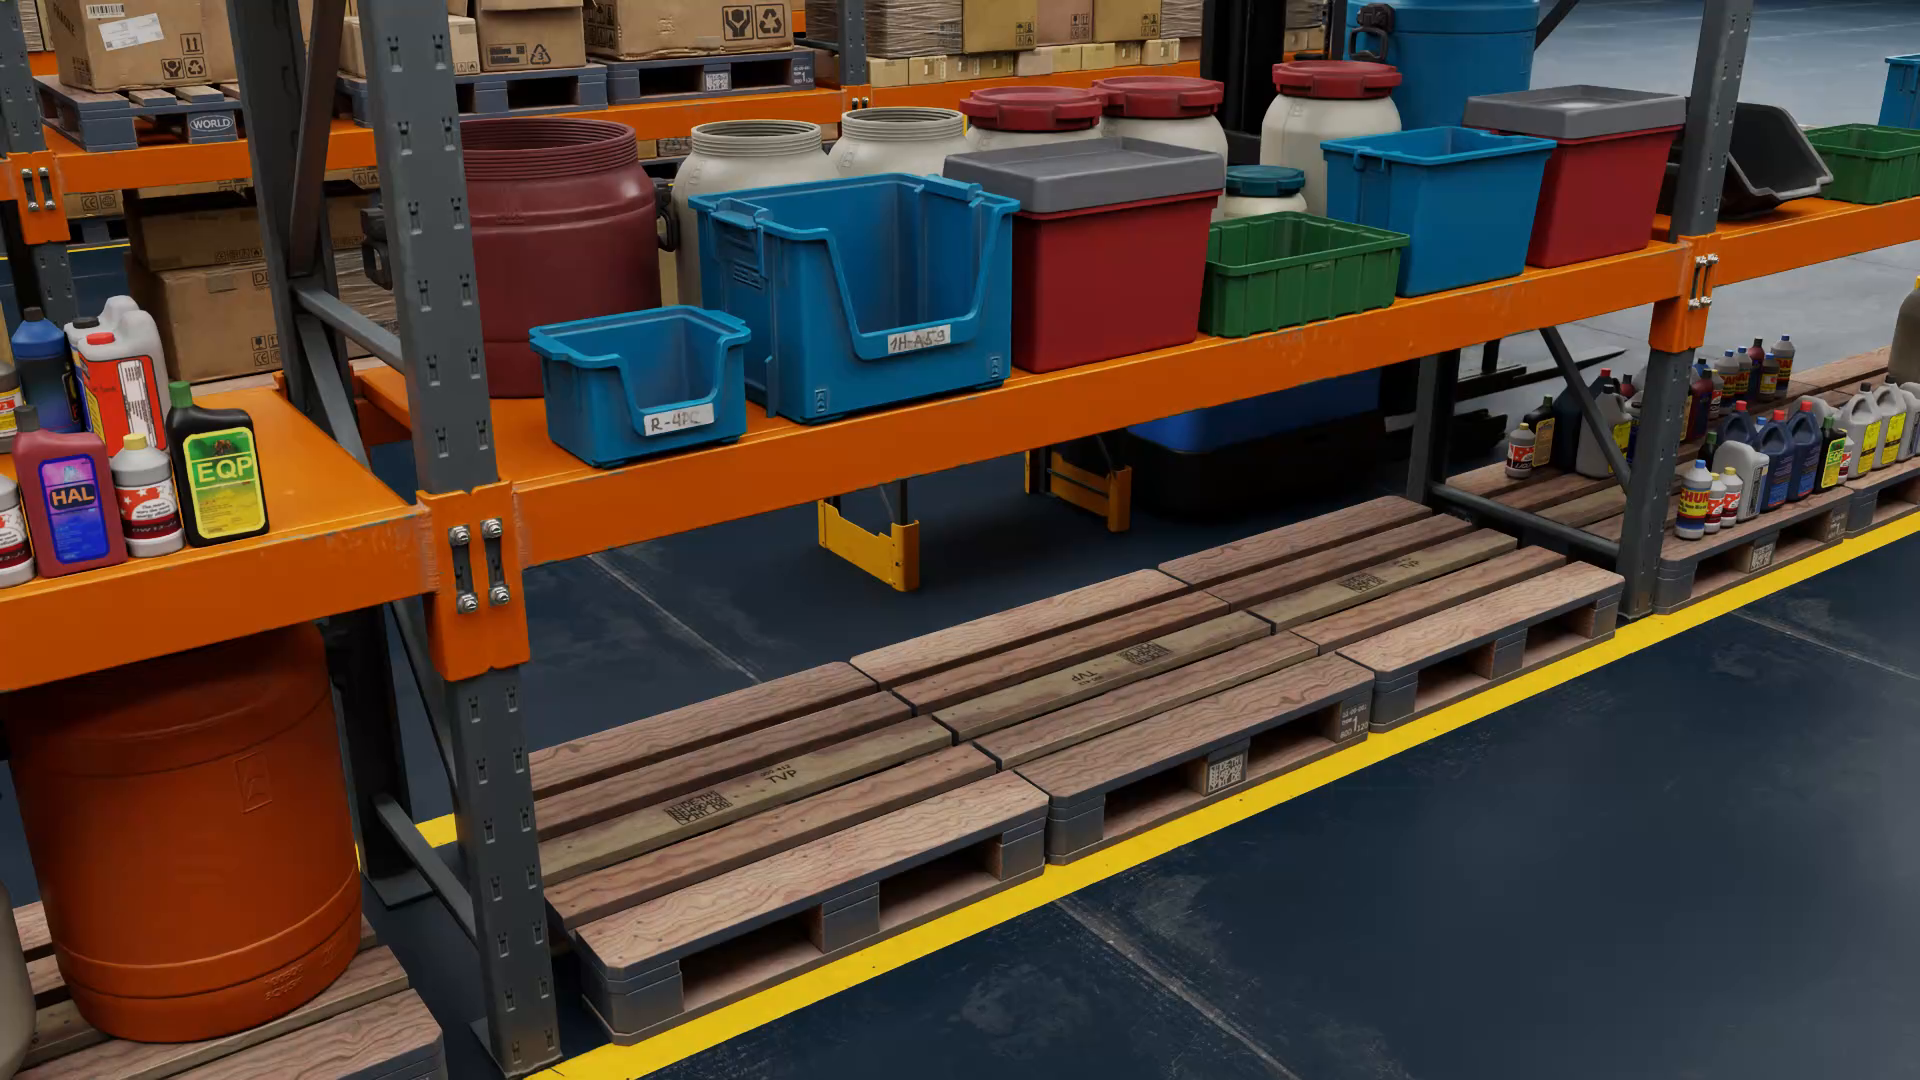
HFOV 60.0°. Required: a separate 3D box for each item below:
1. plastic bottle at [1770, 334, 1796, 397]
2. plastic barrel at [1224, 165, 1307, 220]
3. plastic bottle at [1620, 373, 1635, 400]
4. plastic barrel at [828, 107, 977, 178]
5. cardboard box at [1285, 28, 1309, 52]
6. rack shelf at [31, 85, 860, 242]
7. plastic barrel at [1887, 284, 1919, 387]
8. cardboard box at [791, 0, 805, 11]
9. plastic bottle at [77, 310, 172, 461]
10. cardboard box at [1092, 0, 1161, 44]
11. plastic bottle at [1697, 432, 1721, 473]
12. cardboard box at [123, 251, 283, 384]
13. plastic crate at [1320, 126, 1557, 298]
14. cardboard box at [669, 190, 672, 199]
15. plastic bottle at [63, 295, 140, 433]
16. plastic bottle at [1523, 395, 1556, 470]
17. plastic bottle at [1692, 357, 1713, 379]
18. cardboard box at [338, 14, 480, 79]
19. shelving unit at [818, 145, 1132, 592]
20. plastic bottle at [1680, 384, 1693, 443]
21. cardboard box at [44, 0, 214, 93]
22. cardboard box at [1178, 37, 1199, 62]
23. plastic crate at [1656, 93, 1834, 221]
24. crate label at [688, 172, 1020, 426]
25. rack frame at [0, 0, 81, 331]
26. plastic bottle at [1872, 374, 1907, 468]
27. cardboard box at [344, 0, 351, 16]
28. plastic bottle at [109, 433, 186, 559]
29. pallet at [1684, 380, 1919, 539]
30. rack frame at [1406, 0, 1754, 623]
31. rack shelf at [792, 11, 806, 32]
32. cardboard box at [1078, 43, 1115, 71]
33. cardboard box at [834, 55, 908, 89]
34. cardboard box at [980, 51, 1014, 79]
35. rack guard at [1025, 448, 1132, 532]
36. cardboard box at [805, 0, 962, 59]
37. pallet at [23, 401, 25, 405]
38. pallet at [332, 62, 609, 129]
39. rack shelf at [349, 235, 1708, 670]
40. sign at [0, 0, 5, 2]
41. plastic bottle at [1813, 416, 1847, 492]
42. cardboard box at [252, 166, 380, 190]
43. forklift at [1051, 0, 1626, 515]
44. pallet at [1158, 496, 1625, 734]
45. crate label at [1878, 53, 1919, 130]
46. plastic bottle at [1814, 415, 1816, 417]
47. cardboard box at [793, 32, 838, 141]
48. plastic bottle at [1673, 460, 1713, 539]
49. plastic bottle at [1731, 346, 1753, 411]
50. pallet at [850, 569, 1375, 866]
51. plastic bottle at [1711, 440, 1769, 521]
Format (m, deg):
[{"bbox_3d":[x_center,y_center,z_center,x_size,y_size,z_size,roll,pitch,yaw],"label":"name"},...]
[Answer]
[{"bbox_3d":[3.643,-0.778,7.385,0.097,0.271,0.097,0,22,0],"label":"plastic bottle"},{"bbox_3d":[0.886,-0.969,4.963,0.301,0.262,0.301,0,22,0],"label":"plastic barrel"},{"bbox_3d":[2.668,-0.531,6.752,0.133,0.283,0.061,-13,25,-29],"label":"plastic bottle"},{"bbox_3d":[-0.145,-0.838,4.297,0.421,0.512,0.421,0,22,0],"label":"plastic barrel"},{"bbox_3d":[2.090,-3.335,11.045,0.250,0.149,0.380,-15,26,-33],"label":"cardboard box"},{"bbox_3d":[-2.466,-1.996,8.323,4.000,0.370,1.077,-15,26,-33],"label":"rack shelf"},{"bbox_3d":[4.400,-0.905,7.407,0.421,0.512,0.421,0,22,0],"label":"plastic barrel"},{"bbox_3d":[-1.647,-4.910,14.451,0.550,0.550,0.875,-15,26,-33],"label":"cardboard box"},{"bbox_3d":[-1.648,-0.308,3.288,0.135,0.276,0.152,-15,26,-33],"label":"plastic bottle"},{"bbox_3d":[0.762,-3.359,10.230,0.500,0.500,0.875,-15,26,-33],"label":"cardboard box"},{"bbox_3d":[2.748,-0.263,6.080,0.133,0.283,0.061,-15,26,-33],"label":"plastic bottle"},{"bbox_3d":[-3.557,-1.092,7.865,0.500,0.500,0.700,-17,27,-36],"label":"cardboard box"},{"bbox_3d":[1.336,-0.934,4.710,0.575,0.384,0.392,-15,26,-33],"label":"plastic crate"},{"bbox_3d":[-1.354,-1.680,9.339,0.500,0.500,0.700,-17,28,-37],"label":"cardboard box"},{"bbox_3d":[-1.737,-0.353,3.402,0.135,0.276,0.152,-15,26,-33],"label":"plastic bottle"},{"bbox_3d":[2.248,-0.419,6.472,0.133,0.283,0.061,-13,25,-30],"label":"plastic bottle"},{"bbox_3d":[3.119,-0.638,7.035,0.097,0.271,0.097,0,22,0],"label":"plastic bottle"},{"bbox_3d":[-2.595,-2.317,7.790,0.500,0.250,0.500,-16,27,-34],"label":"cardboard box"},{"bbox_3d":[0.062,-0.713,6.160,1.083,1.500,0.587,-15,26,-33],"label":"shelving unit"},{"bbox_3d":[2.903,-0.528,6.745,0.133,0.283,0.061,-15,26,-33],"label":"plastic bottle"},{"bbox_3d":[-3.675,-2.268,7.331,0.500,0.500,0.500,-19,29,-39],"label":"cardboard box"},{"bbox_3d":[1.288,-3.113,10.490,0.250,0.149,0.380,-15,26,-33],"label":"cardboard box"},{"bbox_3d":[2.549,-1.320,5.740,0.504,0.338,0.767,-15,26,-33],"label":"plastic crate"},{"bbox_3d":[-0.233,-0.558,3.699,0.616,0.435,0.502,-15,26,-33],"label":"crate label"},{"bbox_3d":[-4.090,-1.898,7.105,0.127,3.000,1.000,-15,26,-33],"label":"rack frame"},{"bbox_3d":[3.597,-0.470,6.508,0.185,0.351,0.144,-14,26,-31],"label":"plastic bottle"},{"bbox_3d":[-4.745,-3.912,12.017,0.500,0.500,0.500,-15,26,-32],"label":"cardboard box"},{"bbox_3d":[-1.381,-0.080,2.817,0.097,0.201,0.097,0,22,0],"label":"plastic bottle"},{"bbox_3d":[3.611,-0.377,7.055,1.213,0.211,1.003,-15,26,-33],"label":"pallet"},{"bbox_3d":[2.050,-1.273,5.540,0.127,3.000,1.000,-15,26,-33],"label":"rack frame"},{"bbox_3d":[-2.034,-4.376,14.287,4.000,0.370,1.077,-15,26,-33],"label":"rack shelf"},{"bbox_3d":[0.717,-2.931,10.034,0.250,0.149,0.380,-15,26,-33],"label":"cardboard box"},{"bbox_3d":[-0.492,-2.603,9.211,0.250,0.149,0.380,-15,26,-33],"label":"cardboard box"},{"bbox_3d":[0.102,-2.772,9.636,0.250,0.149,0.380,-15,26,-33],"label":"cardboard box"},{"bbox_3d":[0.466,-0.240,6.662,0.087,0.250,0.587,-15,26,-33],"label":"rack guard"},{"bbox_3d":[-0.441,-3.027,9.398,0.500,0.500,0.875,-15,26,-33],"label":"cardboard box"},{"bbox_3d":[-4.774,-0.454,7.250,1.213,0.211,1.003,-15,26,-33],"label":"pallet"},{"bbox_3d":[-2.507,-2.249,8.245,1.213,0.211,1.003,-15,26,-33],"label":"pallet"},{"bbox_3d":[0.426,-0.506,4.589,4.000,0.370,1.077,-15,26,-33],"label":"rack shelf"},{"bbox_3d":[-3.763,-2.269,6.473,0.005,0.325,0.100,-15,26,-33],"label":"sign"},{"bbox_3d":[3.259,-0.330,6.247,0.133,0.283,0.061,-14,25,-31],"label":"plastic bottle"},{"bbox_3d":[-4.894,-3.059,12.483,0.750,0.750,1.050,-15,26,-33],"label":"cardboard box"},{"bbox_3d":[1.821,-1.867,7.122,3.031,2.935,1.130,-14,26,-32],"label":"forklift"},{"bbox_3d":[1.435,0.203,5.602,1.213,0.211,1.003,-15,26,-33],"label":"pallet"},{"bbox_3d":[3.961,-1.676,6.501,0.616,0.435,0.502,-15,26,-33],"label":"crate label"},{"bbox_3d":[3.198,-0.344,6.300,0.097,0.271,0.097,0,22,0],"label":"plastic bottle"},{"bbox_3d":[-1.635,-3.994,14.658,0.875,0.875,0.875,-15,26,-34],"label":"cardboard box"},{"bbox_3d":[2.565,-0.148,5.807,0.097,0.271,0.097,0,22,0],"label":"plastic bottle"},{"bbox_3d":[3.365,-0.703,7.199,0.097,0.271,0.097,0,22,0],"label":"plastic bottle"},{"bbox_3d":[0.444,0.469,4.936,1.213,0.211,1.003,-15,26,-33],"label":"pallet"},{"bbox_3d":[2.811,-0.228,6.002,0.135,0.276,0.152,-14,26,-31],"label":"plastic bottle"}]
